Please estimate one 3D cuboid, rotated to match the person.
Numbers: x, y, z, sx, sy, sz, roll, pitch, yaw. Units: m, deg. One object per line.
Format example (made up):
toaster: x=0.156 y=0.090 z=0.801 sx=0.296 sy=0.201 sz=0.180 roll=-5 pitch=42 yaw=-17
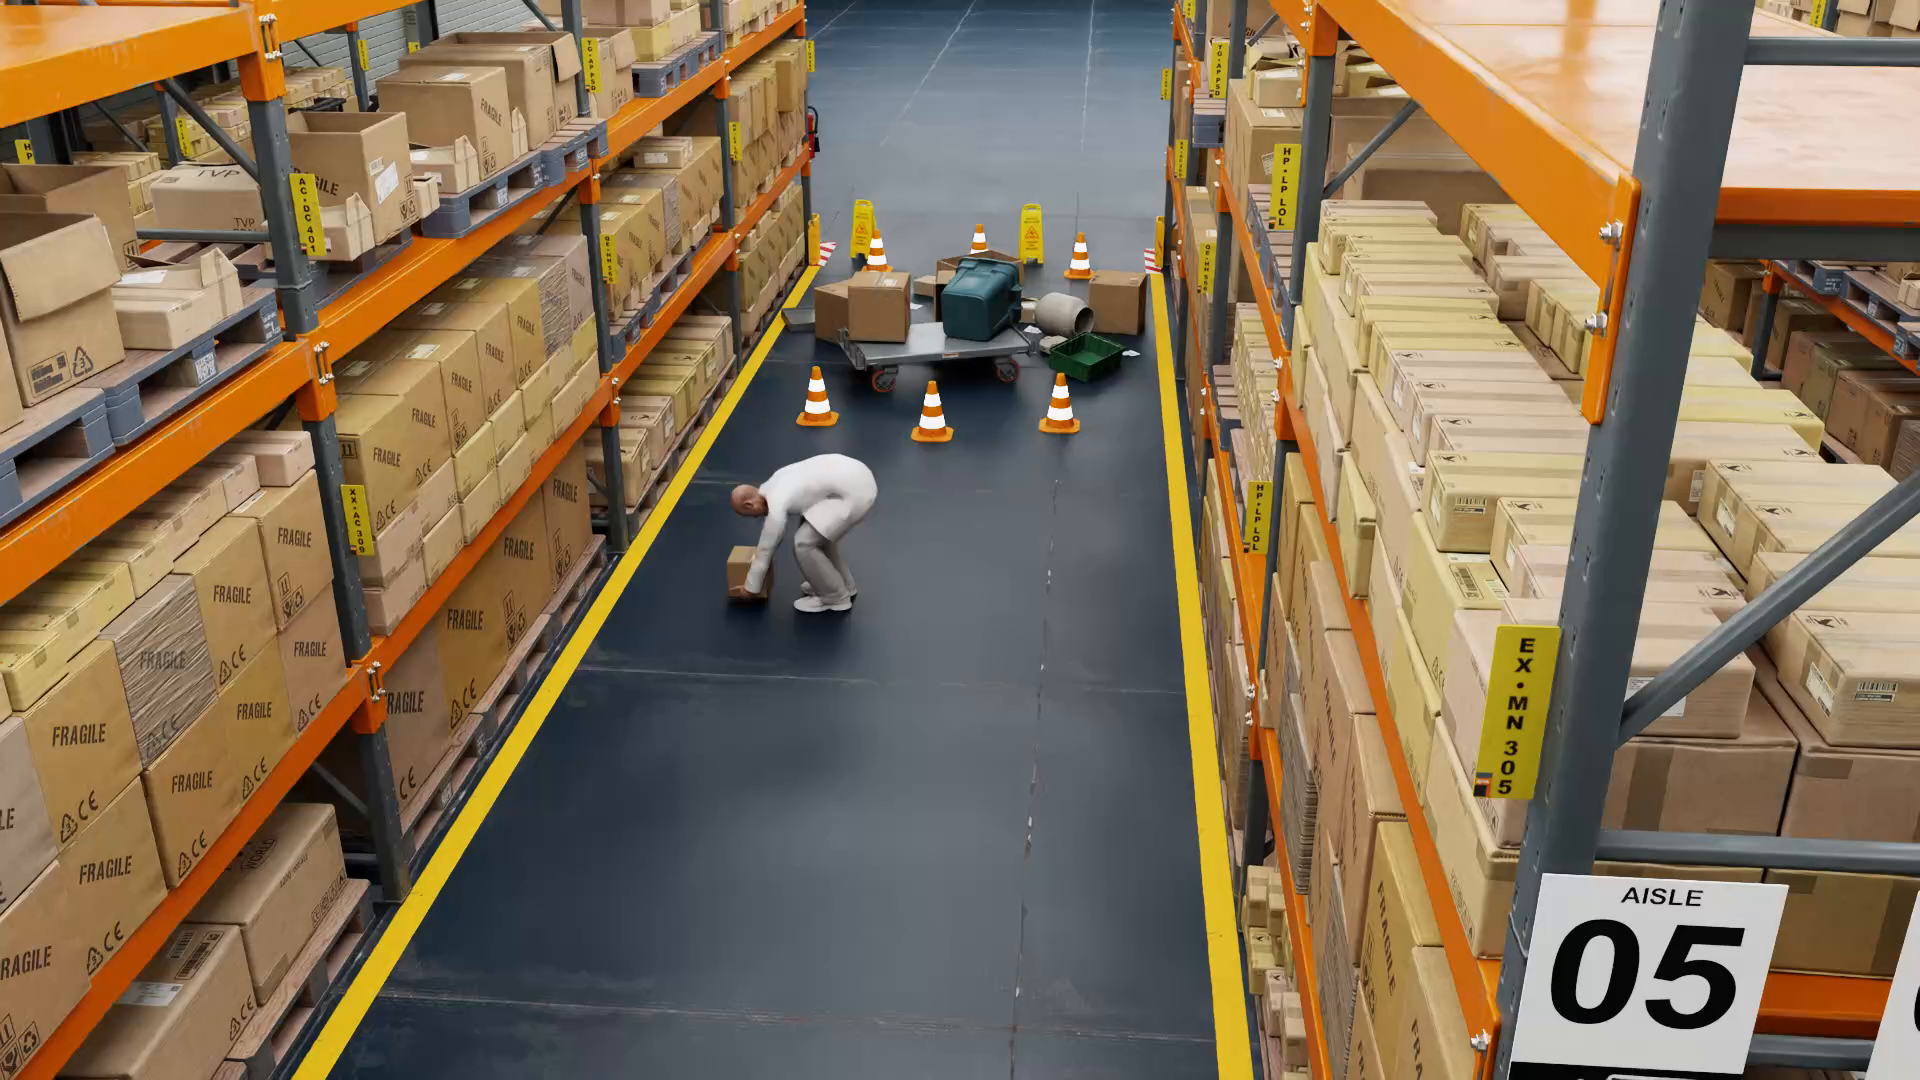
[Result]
person: x=-1.007 y=-0.059 z=10.687 sx=0.960 sy=1.008 sz=0.578 roll=1 pitch=24 yaw=2
